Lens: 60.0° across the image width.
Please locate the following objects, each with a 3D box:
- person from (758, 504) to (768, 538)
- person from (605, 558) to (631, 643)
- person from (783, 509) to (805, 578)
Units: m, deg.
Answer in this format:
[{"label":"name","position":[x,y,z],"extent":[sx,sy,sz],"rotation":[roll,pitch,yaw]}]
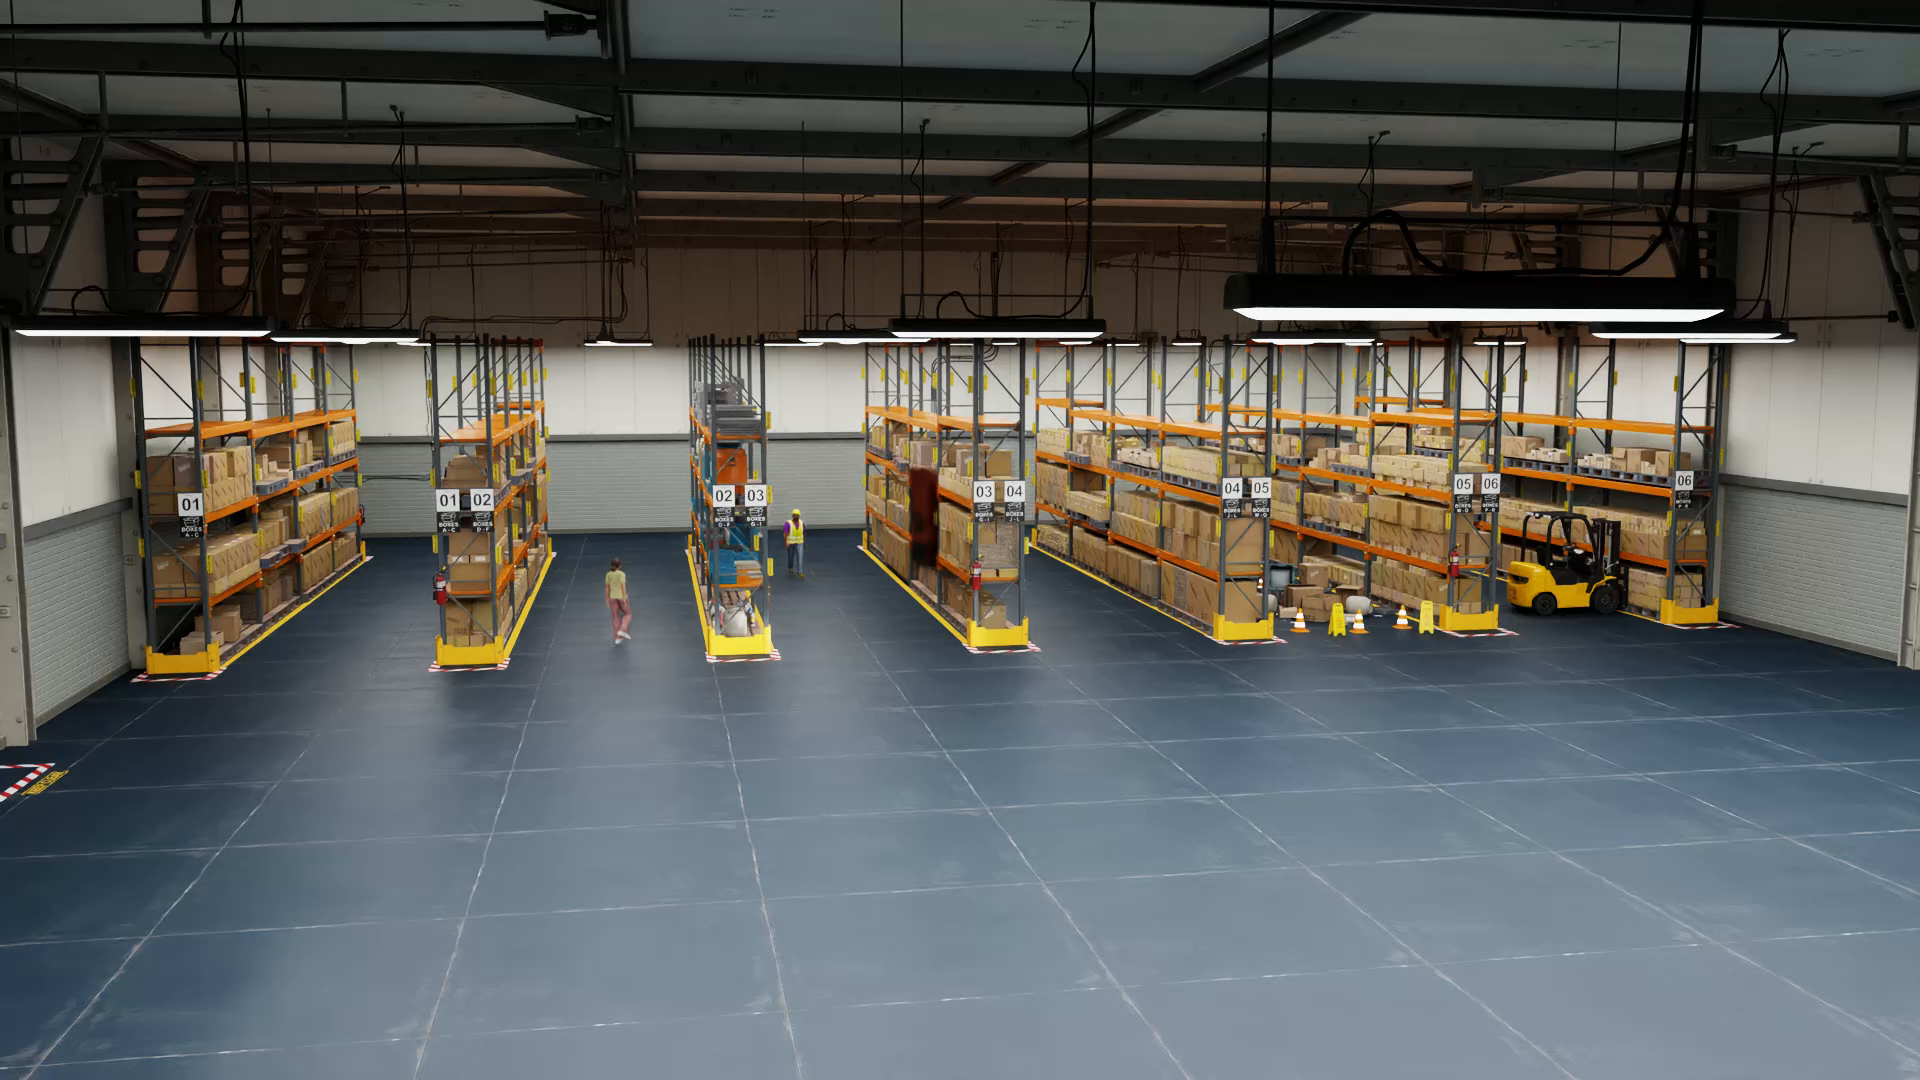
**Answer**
[{"label":"person","position":[-6.065,-0.852,50.649],"extent":[0.426,1.613,0.436],"rotation":[-6,9,-44]},{"label":"person","position":[-6.679,1.181,32.439],"extent":[0.517,1.660,0.474],"rotation":[0,7,4]},{"label":"person","position":[-4.148,0.081,41.807],"extent":[0.597,1.713,1.093],"rotation":[-2,7,-14]}]
